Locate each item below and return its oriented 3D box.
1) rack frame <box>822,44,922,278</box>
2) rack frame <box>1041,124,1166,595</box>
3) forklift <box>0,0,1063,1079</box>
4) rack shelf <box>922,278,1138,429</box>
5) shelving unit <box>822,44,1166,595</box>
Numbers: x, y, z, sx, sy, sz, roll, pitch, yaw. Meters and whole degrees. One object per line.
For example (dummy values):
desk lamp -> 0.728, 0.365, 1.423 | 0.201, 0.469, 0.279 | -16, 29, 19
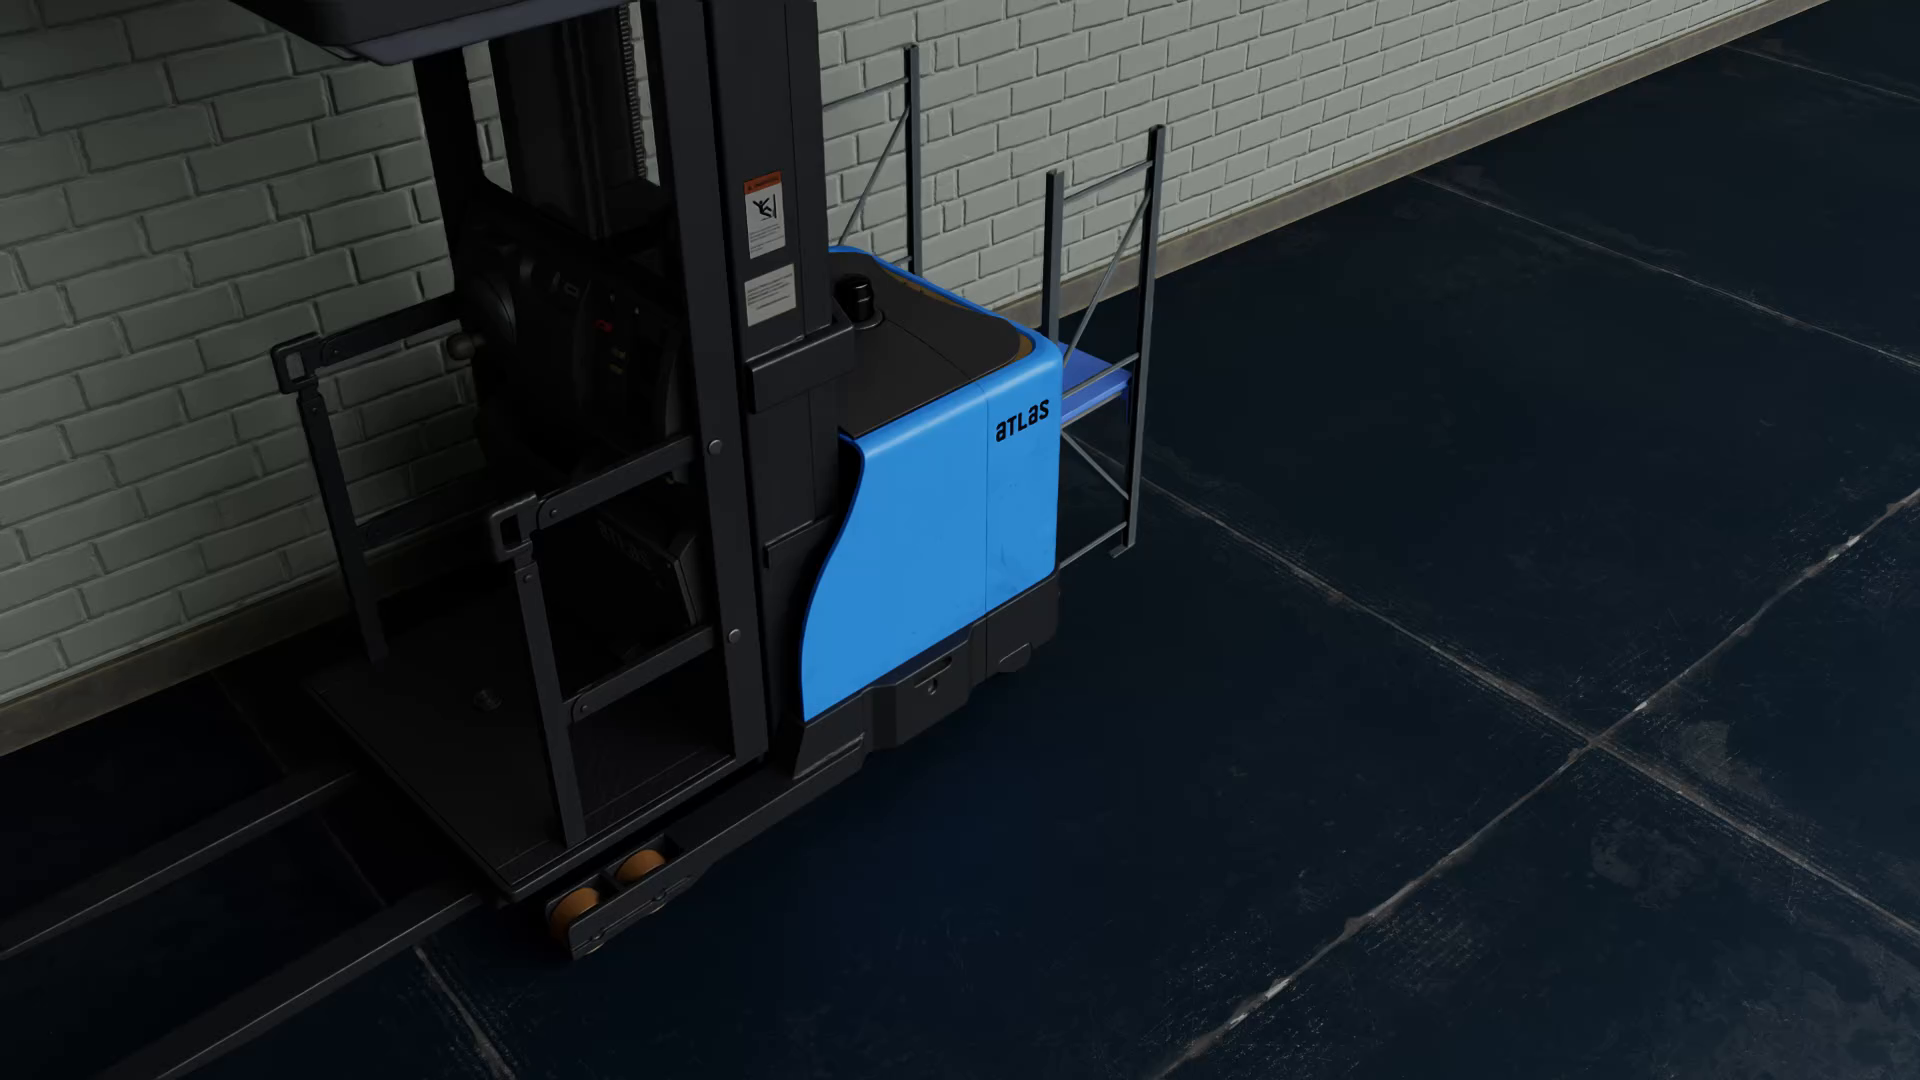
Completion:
rack frame -> -0.316, -0.904, 5.728 | 0.032, 1.500, 0.500 | 29, 44, 34
rack frame -> 0.420, -0.499, 5.156 | 0.032, 1.500, 0.500 | 29, 44, 34
forklift -> -1.103, -0.477, 3.888 | 3.031, 2.935, 1.130 | -29, 45, -35
rack shelf -> 0.052, -0.554, 5.546 | 1.000, 0.185, 0.538 | 29, 44, 34
shelving unit -> 0.052, -0.701, 5.442 | 1.048, 1.500, 0.538 | 29, 44, 34
